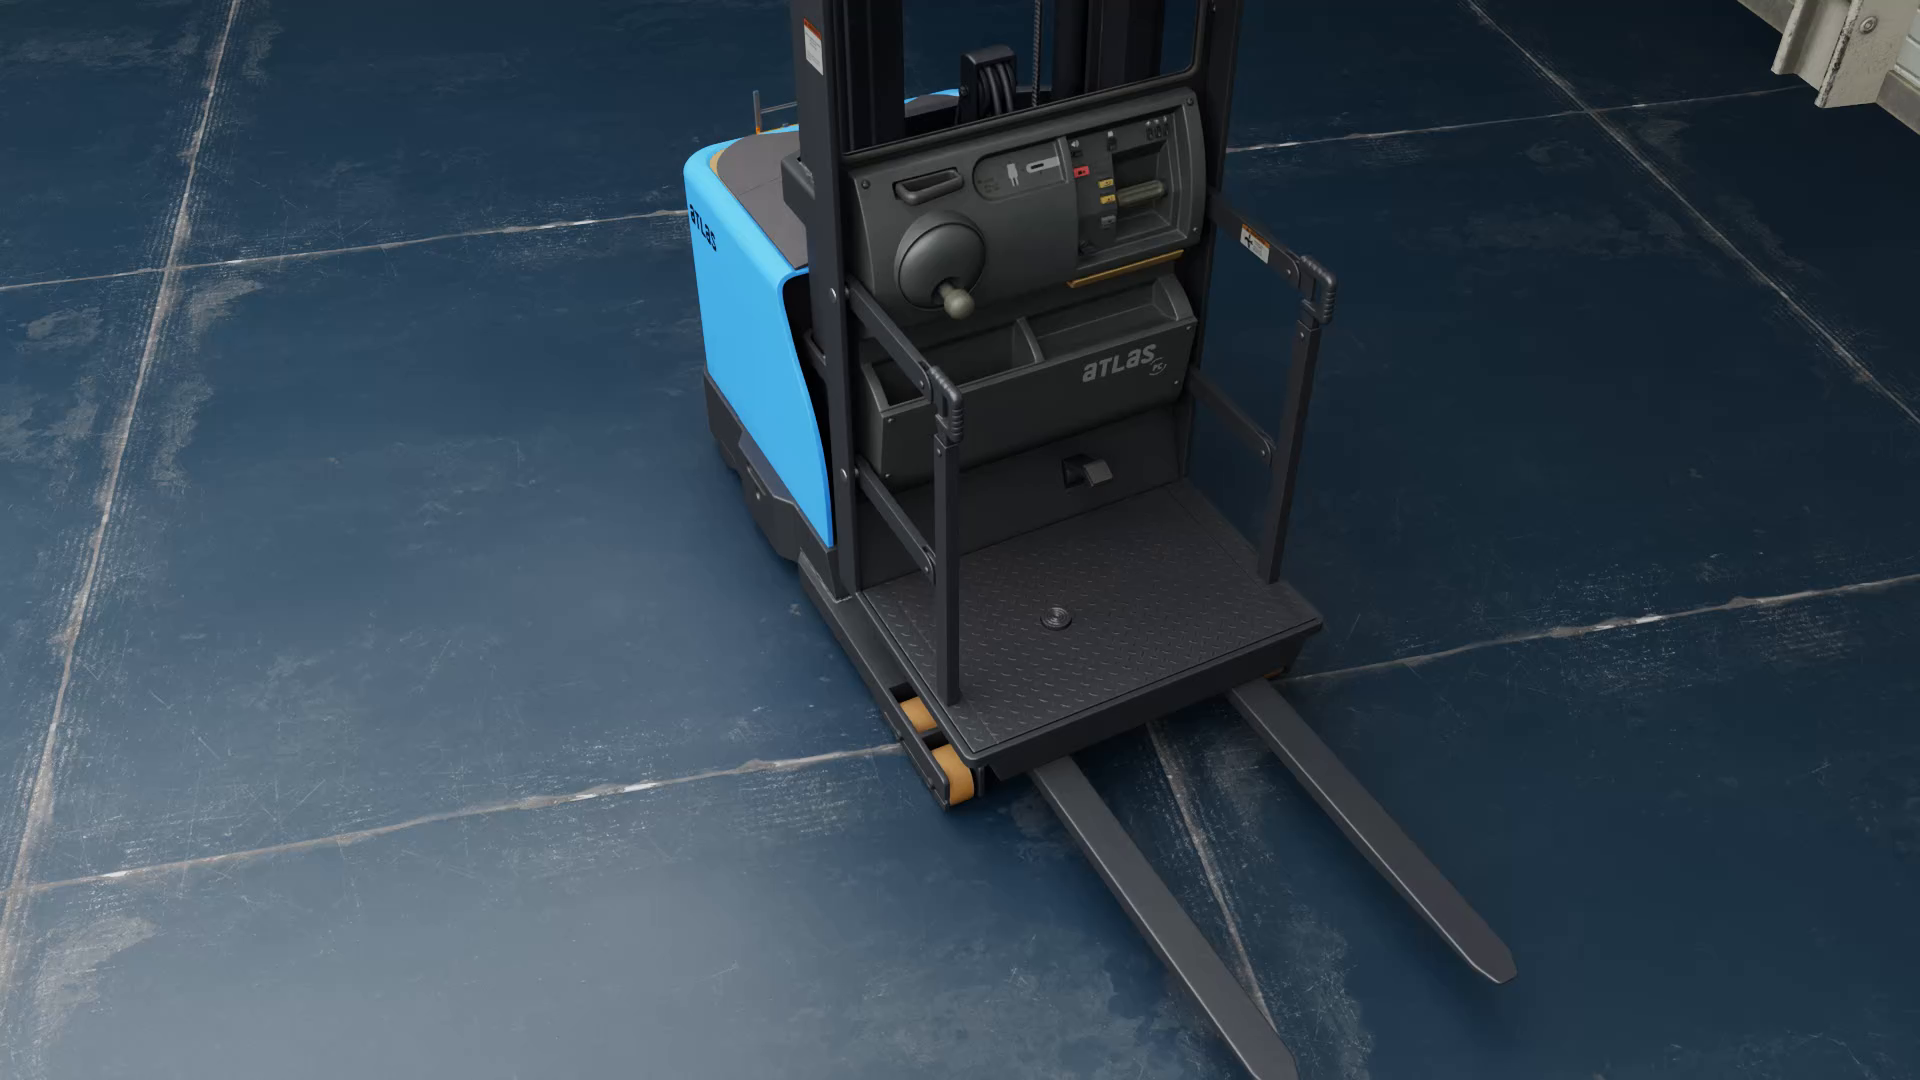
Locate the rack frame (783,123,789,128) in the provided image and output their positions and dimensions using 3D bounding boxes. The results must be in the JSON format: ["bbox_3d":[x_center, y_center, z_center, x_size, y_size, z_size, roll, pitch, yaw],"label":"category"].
[{"bbox_3d":[-0.454,-0.913,5.488,0.200,1.050,0.008,-19,45,-20],"label":"rack frame"}]

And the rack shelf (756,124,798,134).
[{"bbox_3d":[-0.510,-1.189,5.388,0.215,0.259,0.240,-19,45,-20],"label":"rack shelf"}]

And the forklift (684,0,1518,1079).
[{"bbox_3d":[0.286,-0.728,3.863,1.130,2.935,3.031,-19,45,-20],"label":"forklift"}]

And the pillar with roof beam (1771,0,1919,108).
[{"bbox_3d":[-0.254,-4.826,3.908,9.100,9.000,0.400,-8,42,-9],"label":"pillar with roof beam"}]

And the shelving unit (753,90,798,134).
[{"bbox_3d":[-0.510,-0.985,5.569,0.215,1.050,0.252,-19,45,-20],"label":"shelving unit"}]

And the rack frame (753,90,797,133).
[{"bbox_3d":[-0.566,-1.057,5.650,0.200,1.050,0.008,-19,45,-20],"label":"rack frame"}]
